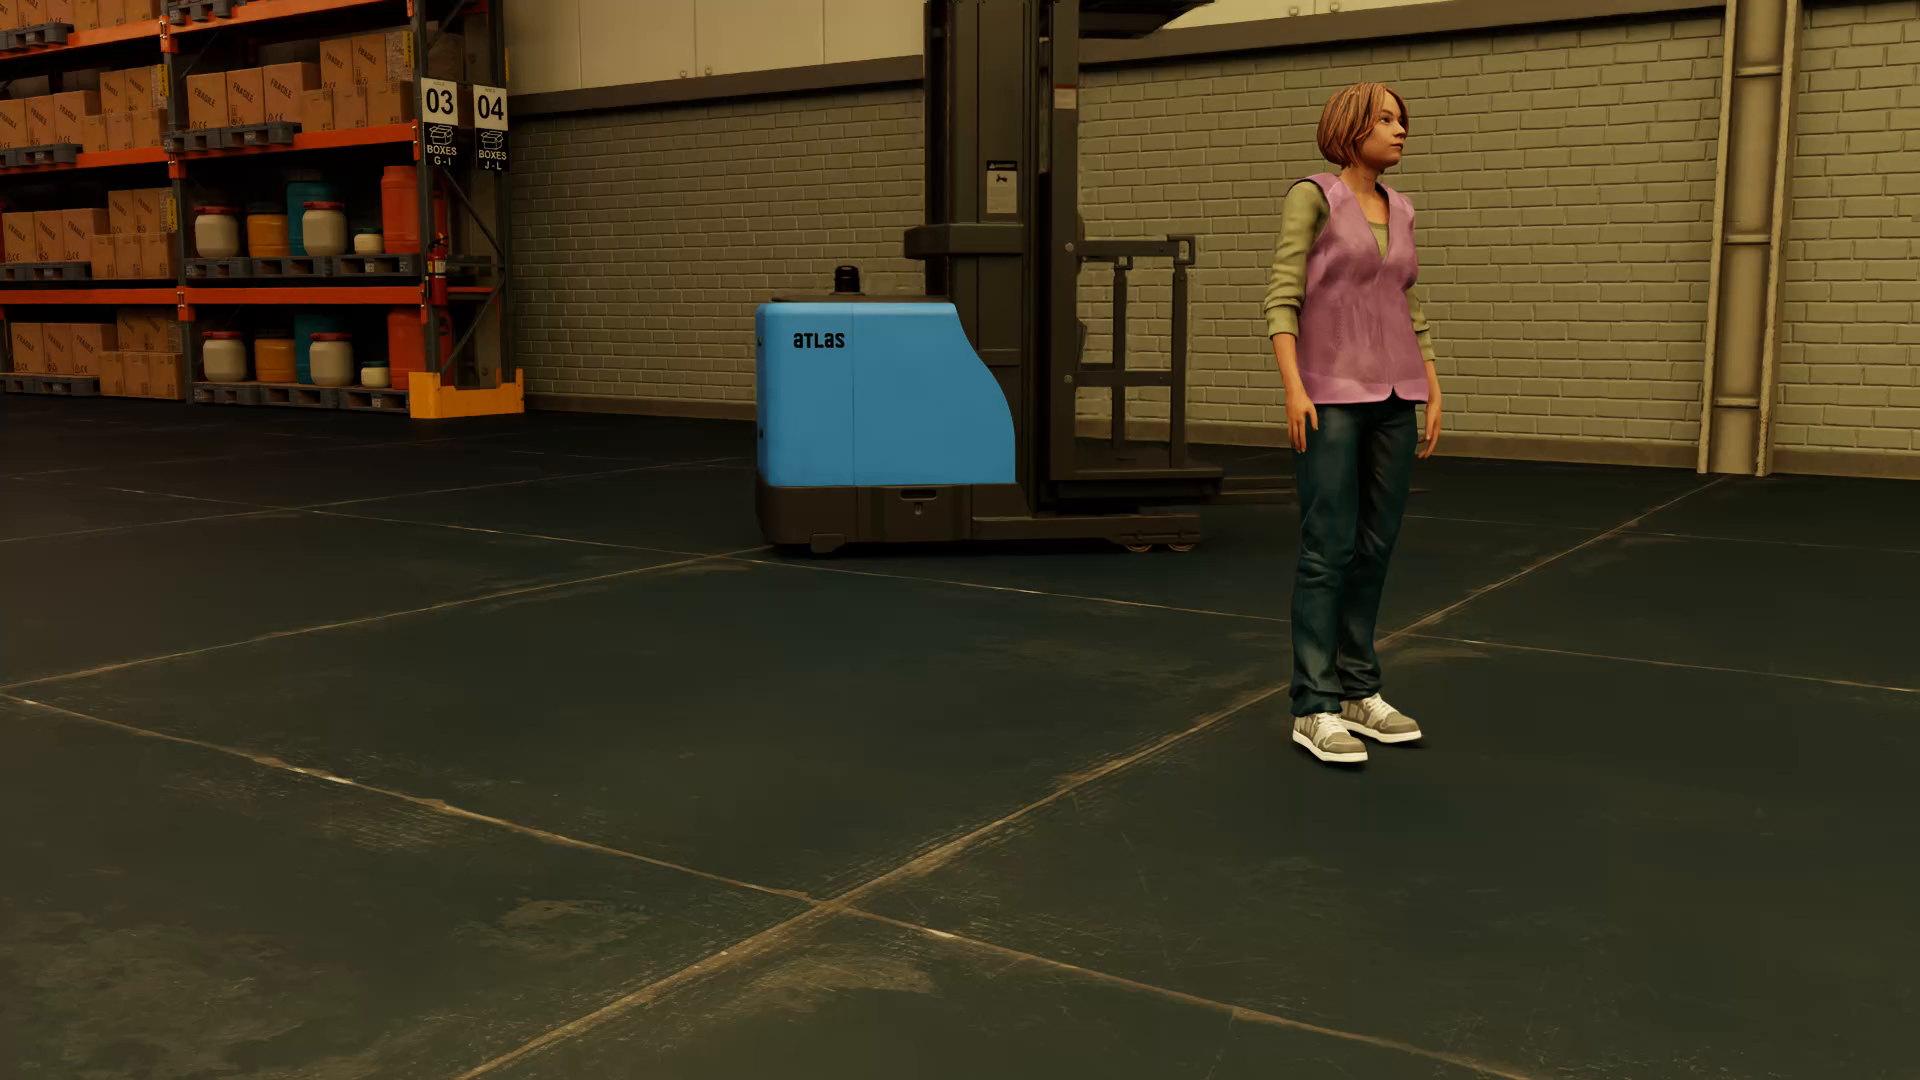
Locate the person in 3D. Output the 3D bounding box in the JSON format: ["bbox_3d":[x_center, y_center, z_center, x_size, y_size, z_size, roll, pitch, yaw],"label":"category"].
[{"bbox_3d":[1.000,-0.302,4.018,0.515,1.600,0.470,-4,9,-28],"label":"person"}]

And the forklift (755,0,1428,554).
[{"bbox_3d":[0.599,-1.468,7.517,3.031,2.935,1.130,-1,8,-9],"label":"forklift"}]
